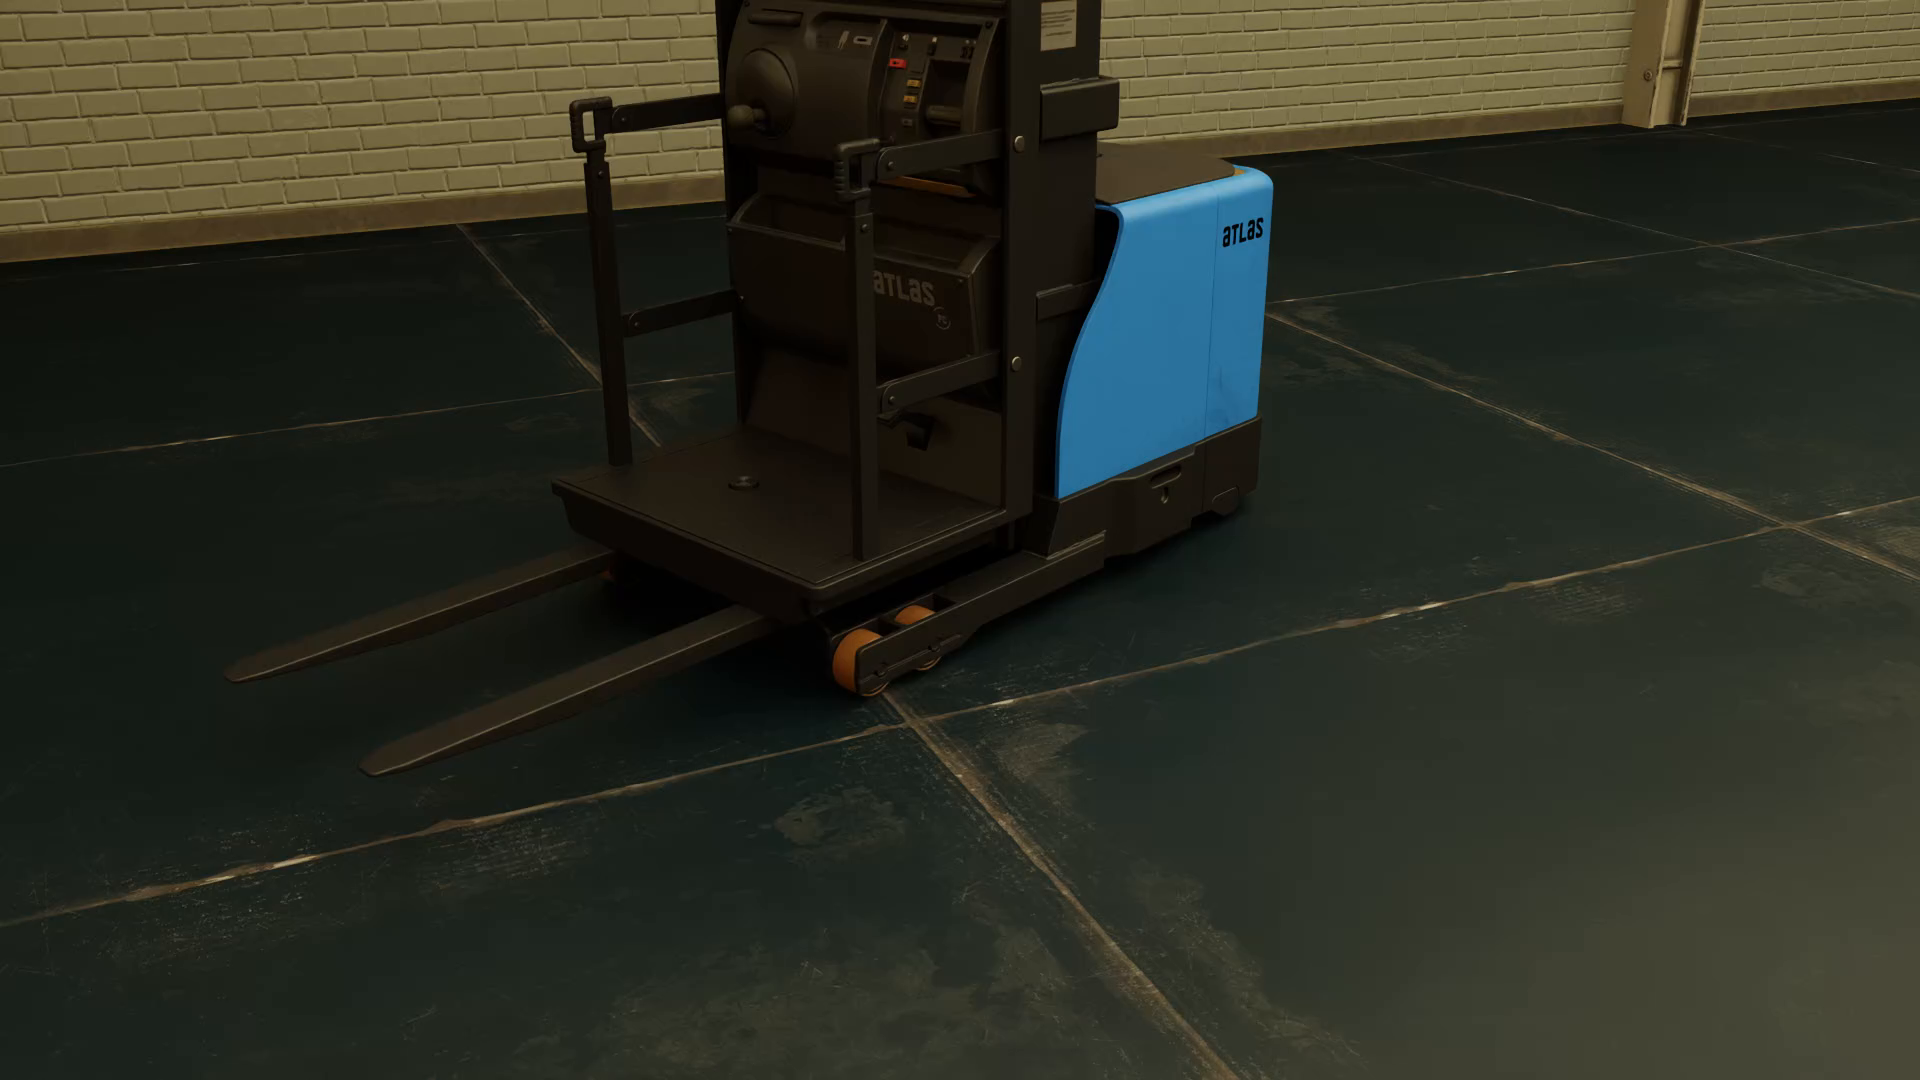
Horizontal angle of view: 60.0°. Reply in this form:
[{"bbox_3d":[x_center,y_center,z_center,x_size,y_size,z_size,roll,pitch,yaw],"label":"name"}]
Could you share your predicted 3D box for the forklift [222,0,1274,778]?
[{"bbox_3d":[-0.413,-1.182,4.131,1.130,2.935,3.031,19,29,39],"label":"forklift"}]
